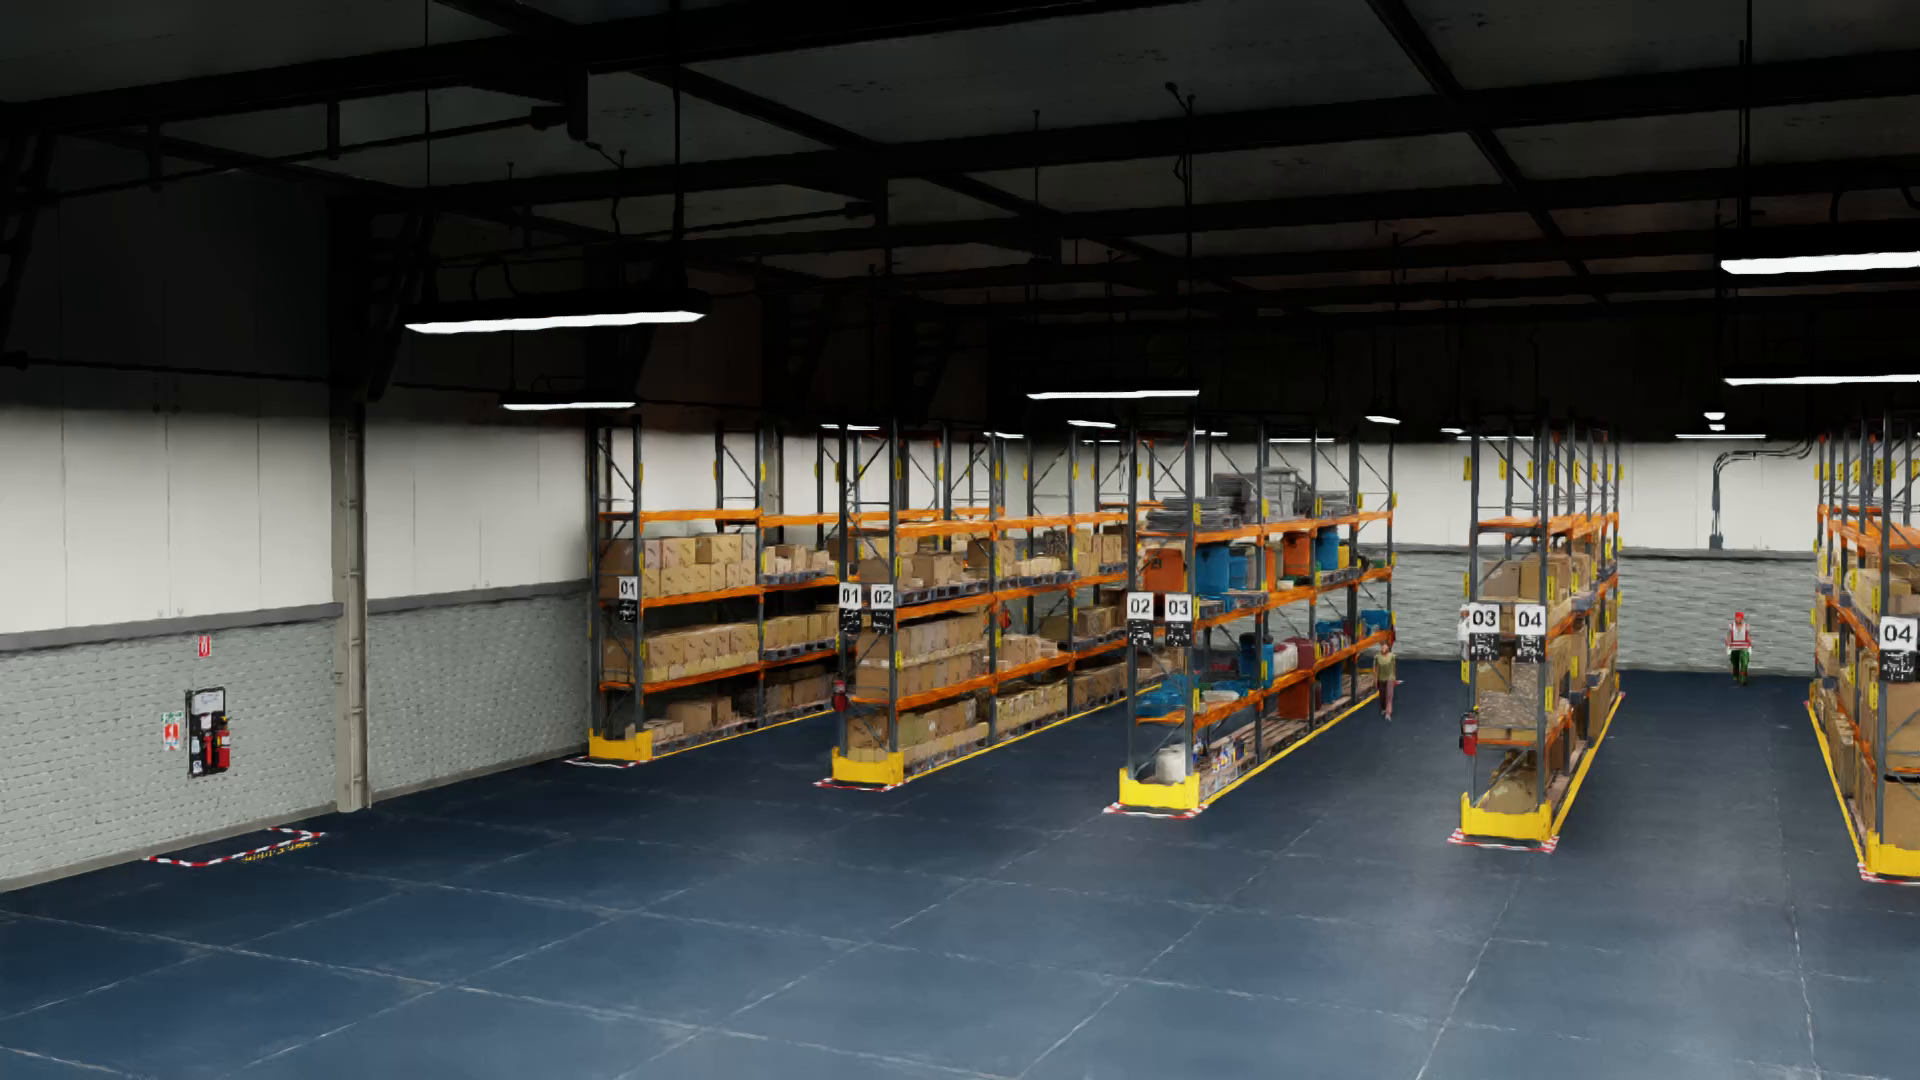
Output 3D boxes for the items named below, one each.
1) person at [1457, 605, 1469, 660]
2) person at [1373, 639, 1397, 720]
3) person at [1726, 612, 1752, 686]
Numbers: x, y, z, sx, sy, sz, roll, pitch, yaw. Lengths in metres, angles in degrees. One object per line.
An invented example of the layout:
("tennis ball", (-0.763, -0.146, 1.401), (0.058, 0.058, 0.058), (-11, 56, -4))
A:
("person", (12.330, 2.451, 40.324), (0.452, 1.762, 0.671), (0, 2, -11))
("person", (8.587, 2.799, 33.672), (0.451, 1.586, 1.099), (1, 3, 22))
("person", (18.272, 2.528, 39.032), (0.546, 1.709, 1.123), (1, 3, 27))
